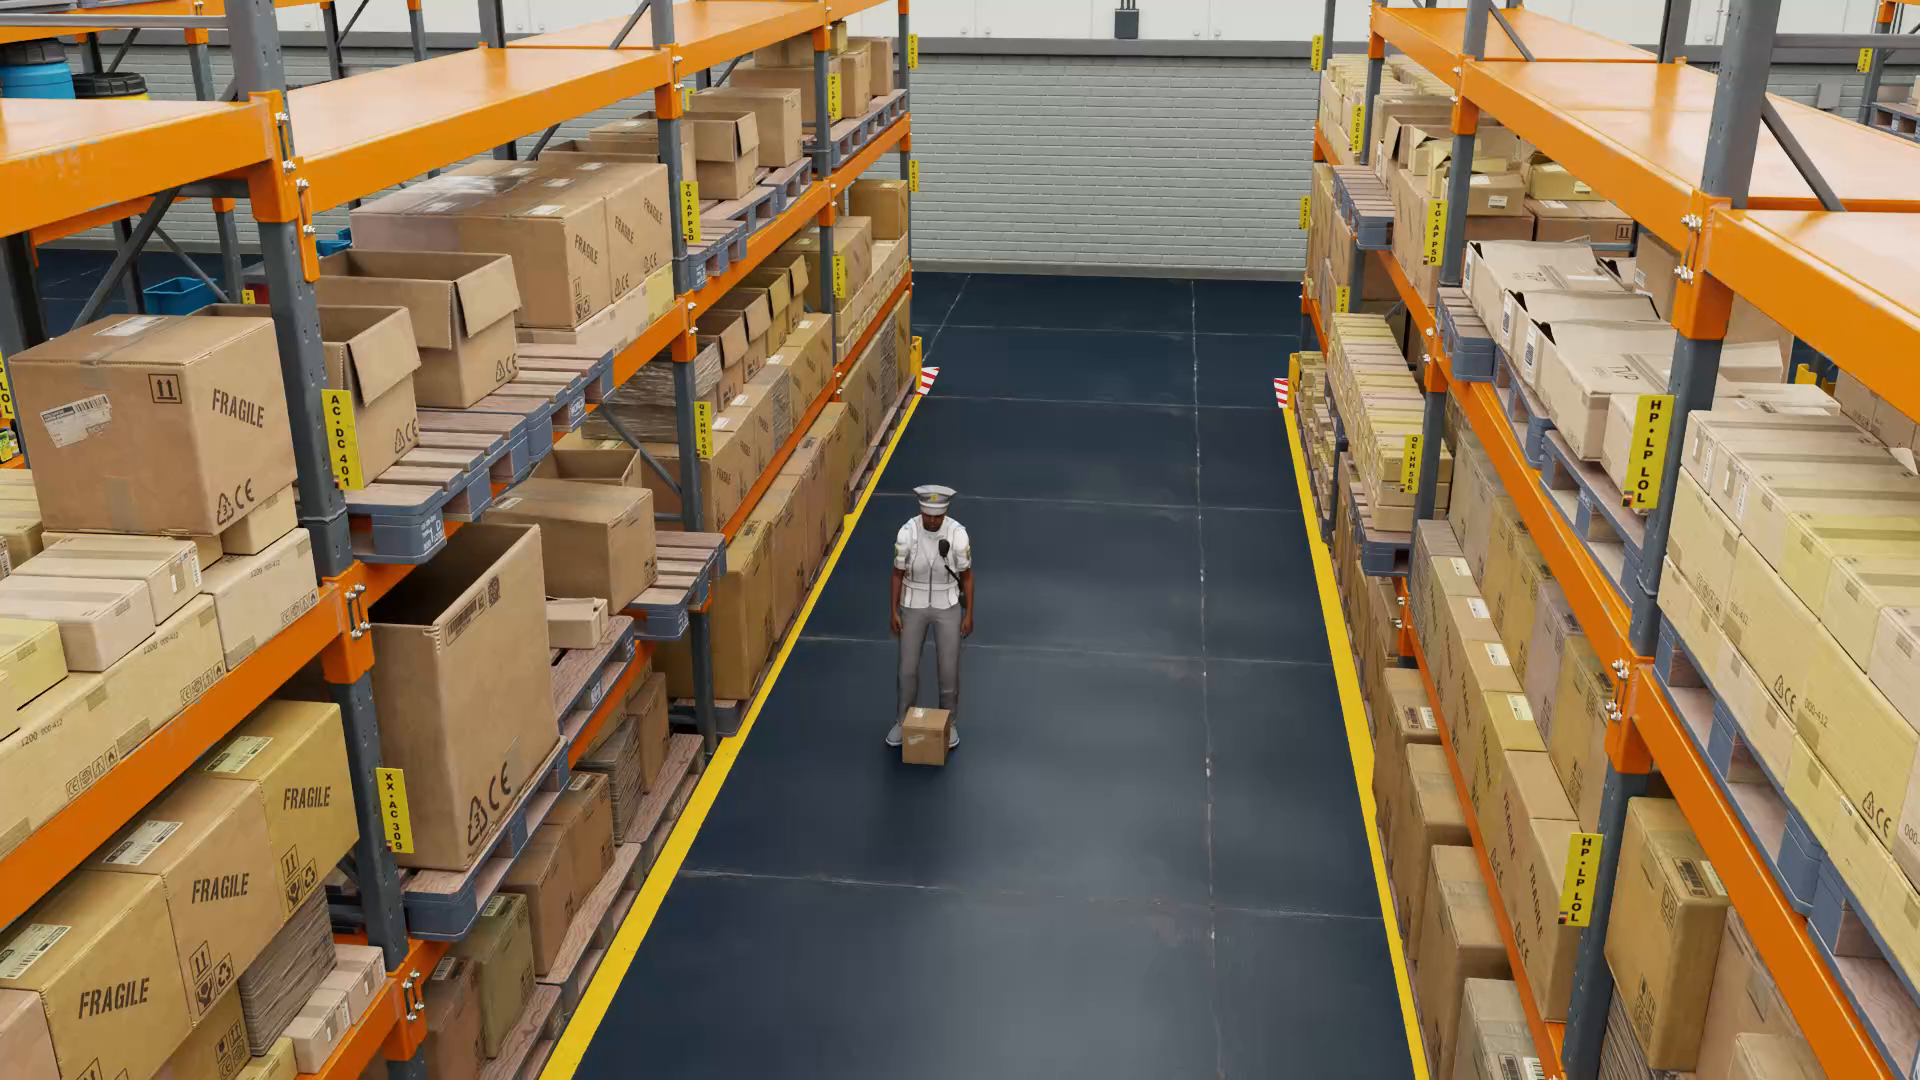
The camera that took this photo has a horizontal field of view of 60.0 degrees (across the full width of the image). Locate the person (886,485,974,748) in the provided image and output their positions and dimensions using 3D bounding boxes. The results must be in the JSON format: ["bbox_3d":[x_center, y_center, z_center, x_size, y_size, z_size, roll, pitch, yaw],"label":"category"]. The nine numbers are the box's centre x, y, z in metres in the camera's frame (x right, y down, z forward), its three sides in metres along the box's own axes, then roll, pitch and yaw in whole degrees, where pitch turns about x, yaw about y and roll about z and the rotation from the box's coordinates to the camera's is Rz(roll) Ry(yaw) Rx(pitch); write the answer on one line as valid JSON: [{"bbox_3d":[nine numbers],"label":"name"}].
[{"bbox_3d":[-0.182,0.441,9.959,0.532,1.655,0.392,1,21,3],"label":"person"}]
